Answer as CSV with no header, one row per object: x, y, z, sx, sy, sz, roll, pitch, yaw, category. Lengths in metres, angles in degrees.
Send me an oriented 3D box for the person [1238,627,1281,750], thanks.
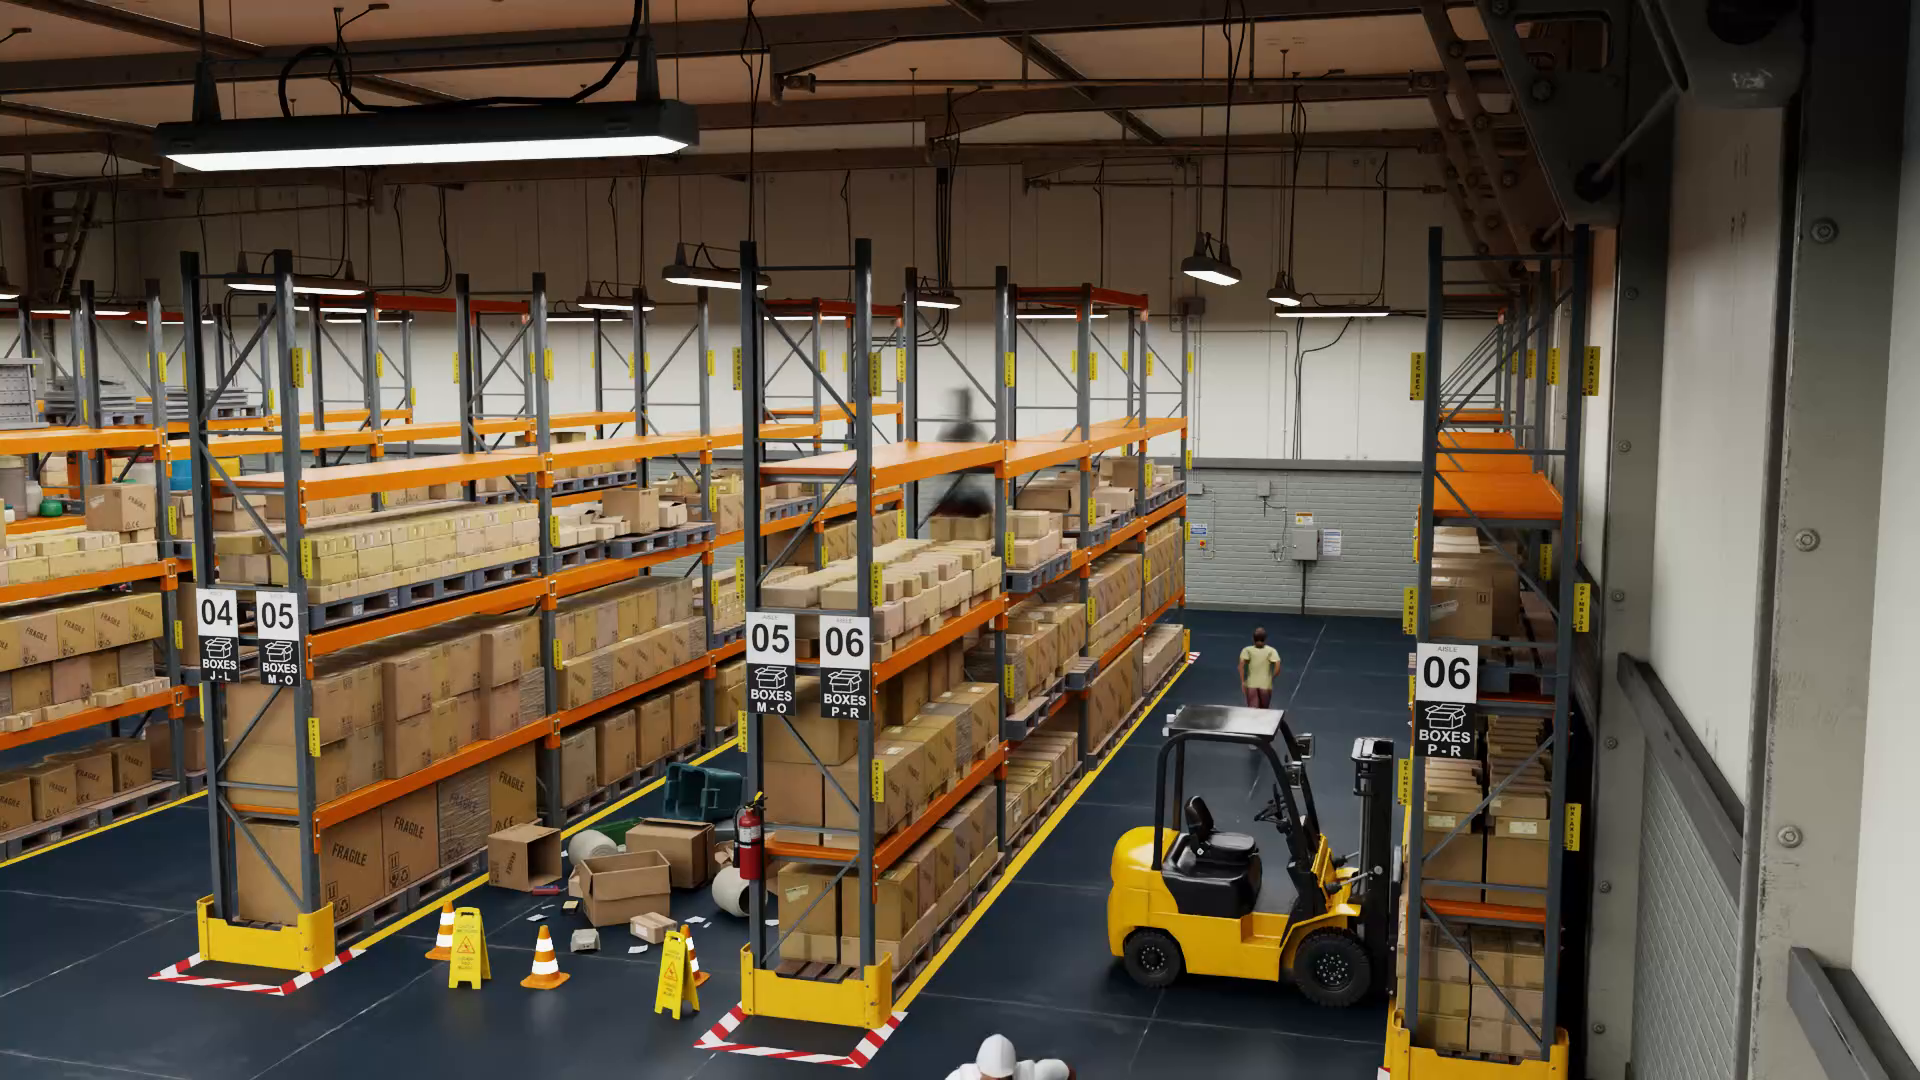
3.867,1.975,21.529,0.555,1.614,0.786,2,7,14,person

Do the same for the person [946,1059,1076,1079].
0.251,3.383,9.010,0.747,1.679,0.995,1,6,6,person

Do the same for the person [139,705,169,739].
-10.948,1.882,22.549,0.526,1.572,0.745,1,6,8,person
